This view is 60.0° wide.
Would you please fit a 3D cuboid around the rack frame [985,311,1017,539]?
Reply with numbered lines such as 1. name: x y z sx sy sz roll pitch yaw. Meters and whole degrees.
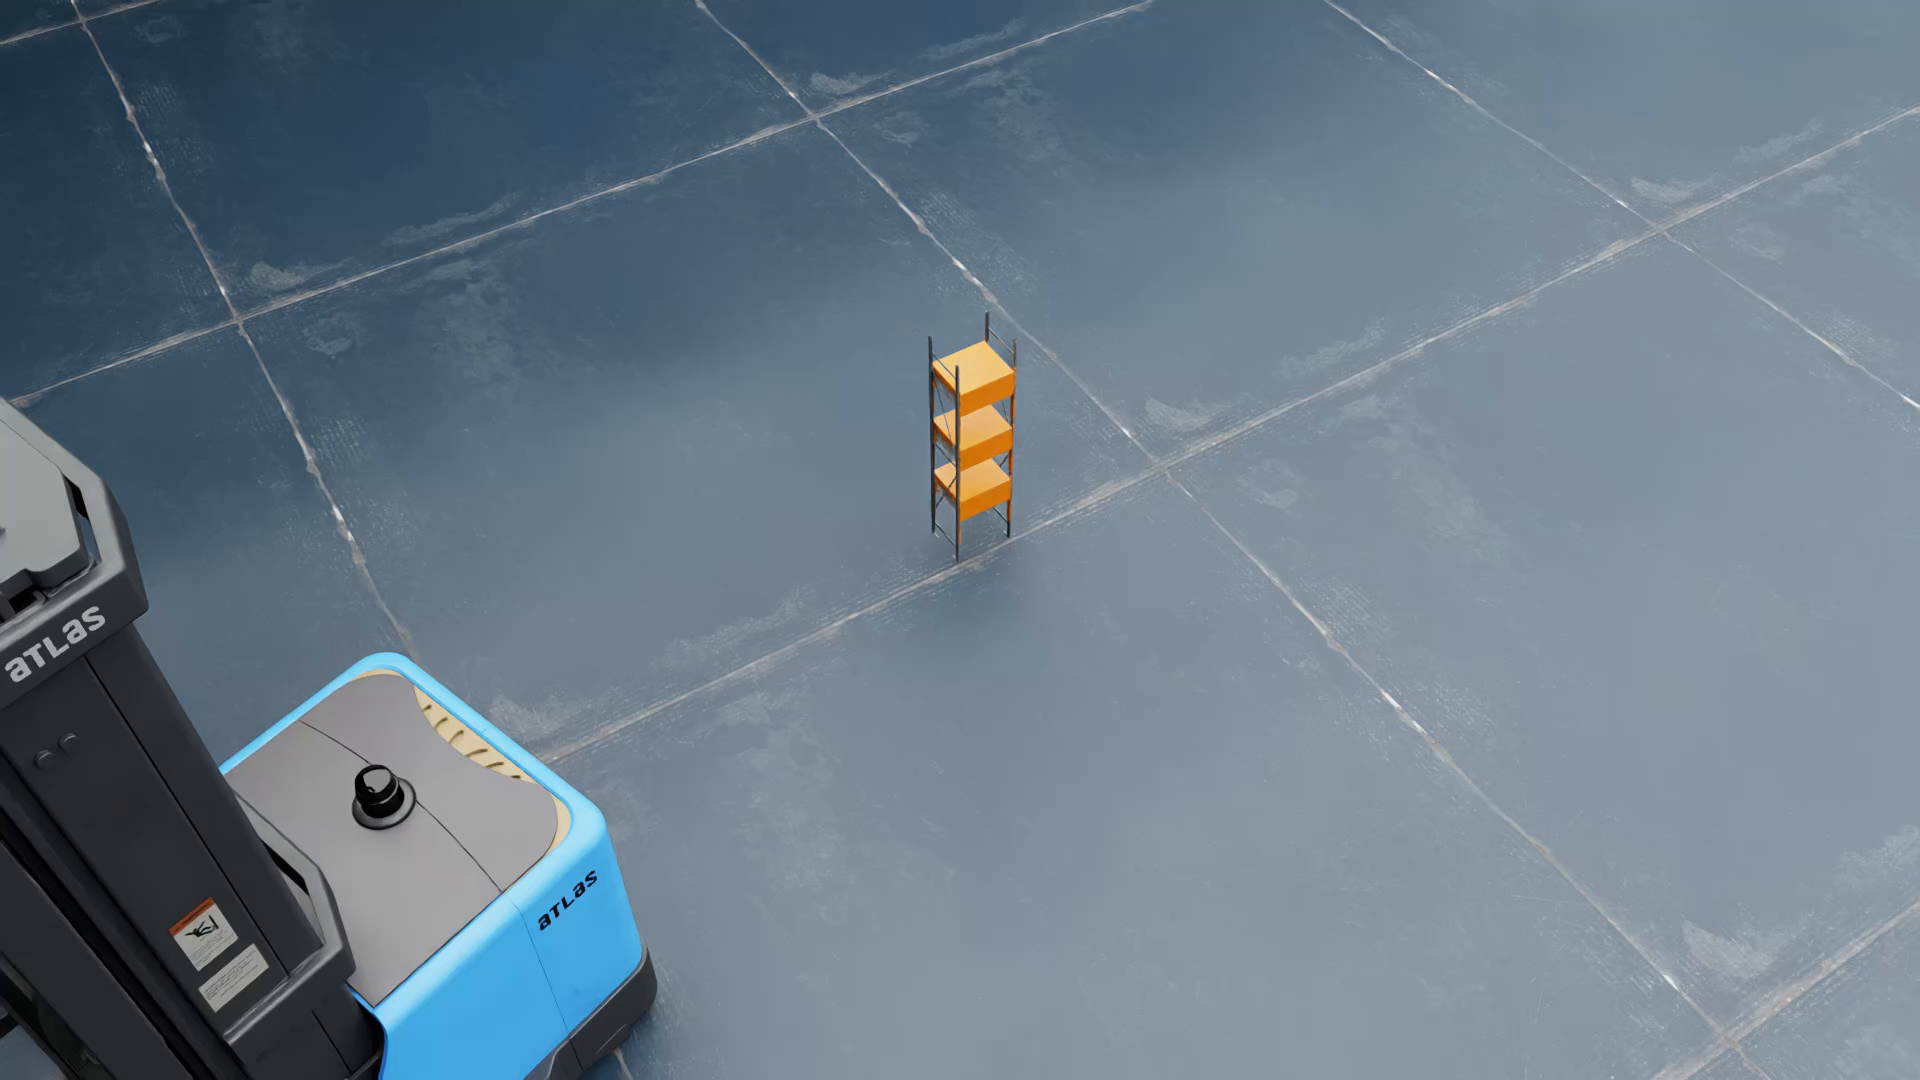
1. rack frame: 0.148 -0.419 6.366 0.008 1.050 0.200 -25 53 -21

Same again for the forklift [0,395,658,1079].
1. forklift: -2.285 1.132 3.725 1.130 2.935 3.031 31 55 25

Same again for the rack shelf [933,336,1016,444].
1. rack shelf: 0.045 -0.552 6.118 0.240 0.259 0.215 -25 53 -21

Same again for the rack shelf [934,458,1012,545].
1. rack shelf: 0.045 -0.179 6.538 0.240 0.259 0.215 -25 53 -21

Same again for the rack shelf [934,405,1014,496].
1. rack shelf: 0.045 -0.363 6.330 0.240 0.259 0.215 -25 53 -21

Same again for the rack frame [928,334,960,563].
1. rack frame: -0.058 -0.322 6.279 0.008 1.050 0.200 -25 53 -21

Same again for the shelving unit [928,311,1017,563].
1. shelving unit: 0.045 -0.370 6.322 0.252 1.050 0.215 -25 53 -21
